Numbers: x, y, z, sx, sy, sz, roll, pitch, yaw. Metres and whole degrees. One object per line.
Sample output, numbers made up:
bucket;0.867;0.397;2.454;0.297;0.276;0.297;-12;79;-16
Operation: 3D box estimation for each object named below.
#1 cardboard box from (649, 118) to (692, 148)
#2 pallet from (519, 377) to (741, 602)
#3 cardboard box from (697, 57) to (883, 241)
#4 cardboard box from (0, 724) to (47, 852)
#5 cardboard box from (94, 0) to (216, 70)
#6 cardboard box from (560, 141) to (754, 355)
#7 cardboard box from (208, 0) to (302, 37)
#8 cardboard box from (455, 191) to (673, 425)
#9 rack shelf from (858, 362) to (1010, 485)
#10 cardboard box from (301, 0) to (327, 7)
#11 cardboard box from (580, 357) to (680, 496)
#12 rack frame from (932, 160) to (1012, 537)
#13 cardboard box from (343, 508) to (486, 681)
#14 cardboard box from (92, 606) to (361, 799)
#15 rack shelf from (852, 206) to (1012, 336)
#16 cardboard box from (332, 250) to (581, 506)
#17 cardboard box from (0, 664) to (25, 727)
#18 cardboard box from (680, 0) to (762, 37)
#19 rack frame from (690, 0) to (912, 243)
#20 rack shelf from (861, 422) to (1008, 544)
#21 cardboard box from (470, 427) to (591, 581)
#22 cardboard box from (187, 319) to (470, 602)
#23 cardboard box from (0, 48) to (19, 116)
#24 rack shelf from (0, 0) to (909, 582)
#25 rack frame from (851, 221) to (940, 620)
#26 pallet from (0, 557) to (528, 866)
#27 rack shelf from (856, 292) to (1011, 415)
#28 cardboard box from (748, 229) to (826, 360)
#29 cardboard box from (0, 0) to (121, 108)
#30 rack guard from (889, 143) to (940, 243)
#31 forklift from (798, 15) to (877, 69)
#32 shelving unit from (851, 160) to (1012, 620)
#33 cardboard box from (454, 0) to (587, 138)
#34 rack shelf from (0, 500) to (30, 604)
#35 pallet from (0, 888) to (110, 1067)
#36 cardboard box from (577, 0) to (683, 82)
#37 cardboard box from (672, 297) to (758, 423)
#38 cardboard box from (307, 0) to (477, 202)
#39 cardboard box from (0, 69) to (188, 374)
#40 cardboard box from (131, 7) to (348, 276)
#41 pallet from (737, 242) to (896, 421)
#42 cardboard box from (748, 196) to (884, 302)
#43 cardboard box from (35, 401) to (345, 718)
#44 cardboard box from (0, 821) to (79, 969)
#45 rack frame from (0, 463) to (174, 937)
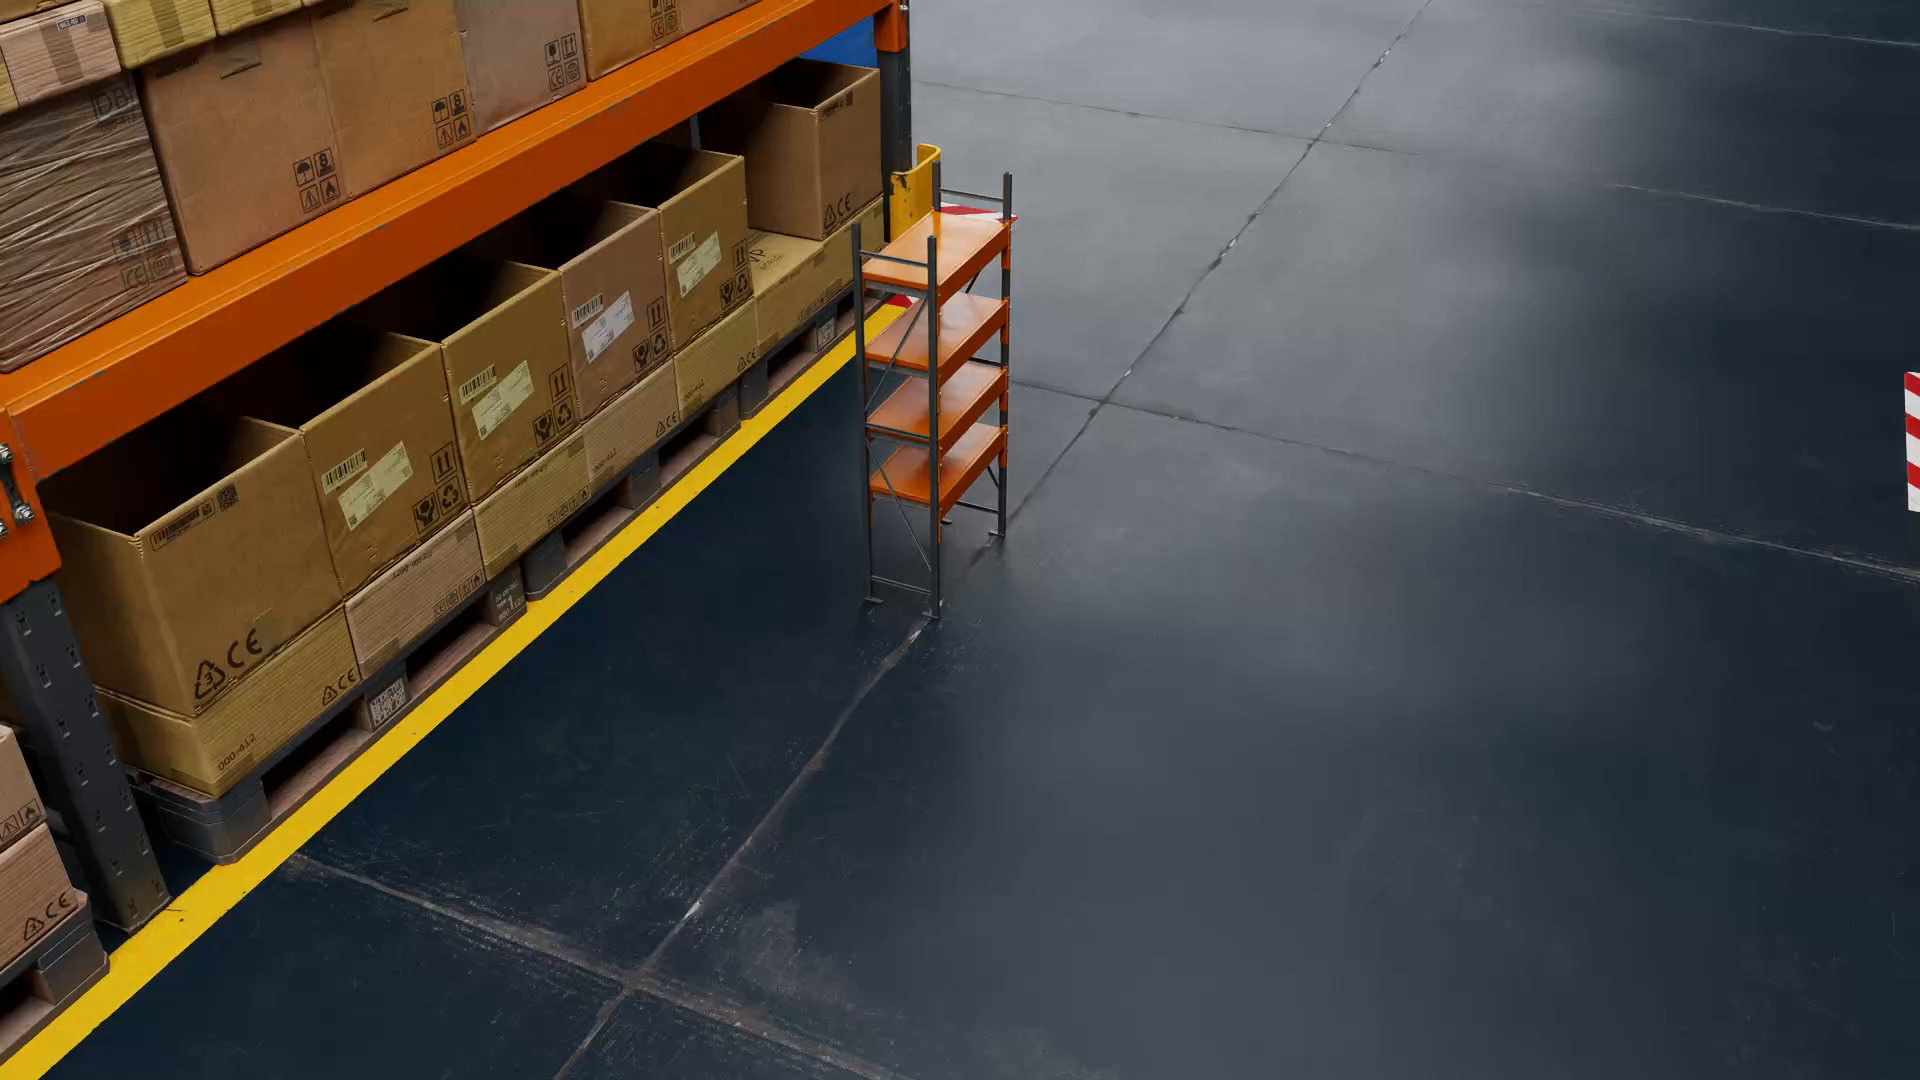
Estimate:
cardboard box;-1.306;-1.348;6.010;0.500;0.500;0.500;14;36;20
pallet;-1.465;-0.312;5.533;1.003;0.211;1.213;14;36;20
cardboard box;-0.626;-1.478;6.209;0.500;0.500;0.500;14;36;20
cardboard box;-2.254;0.526;3.326;0.500;0.311;0.500;14;36;20
cardboard box;-1.846;-1.138;3.567;0.380;0.149;0.250;13;36;19
cardboard box;-1.031;-0.976;5.444;0.500;0.500;0.500;14;36;20
cardboard box;-1.737;-1.269;3.767;0.380;0.149;0.250;14;36;20
cardboard box;-1.241;-0.728;5.065;0.500;0.500;0.500;14;36;20
rack shelf;-0.069;-0.363;4.832;0.258;0.148;0.480;14;36;20
cardboard box;-1.631;-1.393;3.956;0.380;0.149;0.250;13;35;19
cardboard box;-1.244;-0.415;5.272;0.500;0.250;0.500;14;36;20
rack frame;0.033;-0.541;4.981;0.240;1.200;0.015;14;36;20
cardboard box;-1.662;0.083;4.512;0.500;0.250;0.500;14;36;20
cardboard box;-1.876;0.331;4.134;0.500;0.250;0.500;14;36;20
rack shelf;-0.069;-0.748;4.580;0.258;0.148;0.480;14;36;20
cardboard box;-1.449;-0.478;4.684;0.500;0.500;0.500;14;36;20
cardboard box;-2.350;0.212;4.316;0.500;0.250;0.500;14;36;20
cardboard box;-1.094;-2.023;5.509;0.700;0.500;0.500;15;36;22
rack frame;-0.672;-2.474;6.287;1.000;3.000;0.127;14;36;20
rack shelf;-0.069;-0.197;4.941;0.258;0.148;0.480;14;36;20
cardboard box;-1.448;-0.164;4.890;0.500;0.250;0.500;14;36;20
cardboard box;-1.665;-0.231;4.307;0.500;0.500;0.500;14;36;20
cardboard box;-2.057;-0.884;3.180;0.380;0.149;0.250;14;36;20
rack shelf;-1.509;-1.177;4.965;1.077;0.370;4.000;14;36;20
rack frame;-0.171;-0.298;4.610;0.240;1.200;0.015;14;36;20
pallet;-1.974;0.298;4.603;1.003;0.211;1.213;14;36;20
rack shelf;-0.069;-0.550;4.710;0.258;0.148;0.480;14;36;20
cardboard box;-0.826;-0.913;6.031;0.500;0.250;0.500;14;36;20
cardboard box;-1.952;-1.009;3.371;0.380;0.149;0.250;15;36;21
rack guard;-0.662;-1.440;6.991;1.175;0.500;0.348;14;36;20
forklift;-1.779;-3.100;7.304;3.031;2.935;1.130;1;33;2
shelving unit;-0.069;-0.419;4.795;0.258;1.200;0.503;14;36;20
cardboard box;-1.524;-1.514;4.733;0.700;0.500;0.500;15;36;22
rack shelf;-3.182;0.815;1.927;1.077;0.370;4.000;14;36;20
pallet;-2.618;1.060;3.440;1.003;0.211;1.213;14;36;20
cardboard box;-1.307;-1.777;5.134;0.700;0.500;0.500;14;36;21
cardboard box;-1.034;-0.663;5.651;0.500;0.250;0.500;14;36;20
cardboard box;-1.737;-1.259;4.343;0.700;0.500;0.500;15;36;21
cardboard box;-2.165;-0.746;3.561;0.700;0.500;0.500;13;36;19
cardboard box;-1.951;-1.010;3.964;0.700;0.500;0.500;14;36;20
pallet;-0.954;-0.917;6.456;1.003;0.211;1.213;14;36;20
cardboard box;-0.628;-1.165;6.415;0.500;0.250;0.500;14;36;20
cardboard box;-1.867;0.020;3.925;0.500;0.500;0.500;14;36;20
cardboard box;-2.255;0.766;3.471;0.500;0.250;0.500;14;36;20
rack frame;-2.345;-0.482;3.249;1.000;3.000;0.127;14;36;20
